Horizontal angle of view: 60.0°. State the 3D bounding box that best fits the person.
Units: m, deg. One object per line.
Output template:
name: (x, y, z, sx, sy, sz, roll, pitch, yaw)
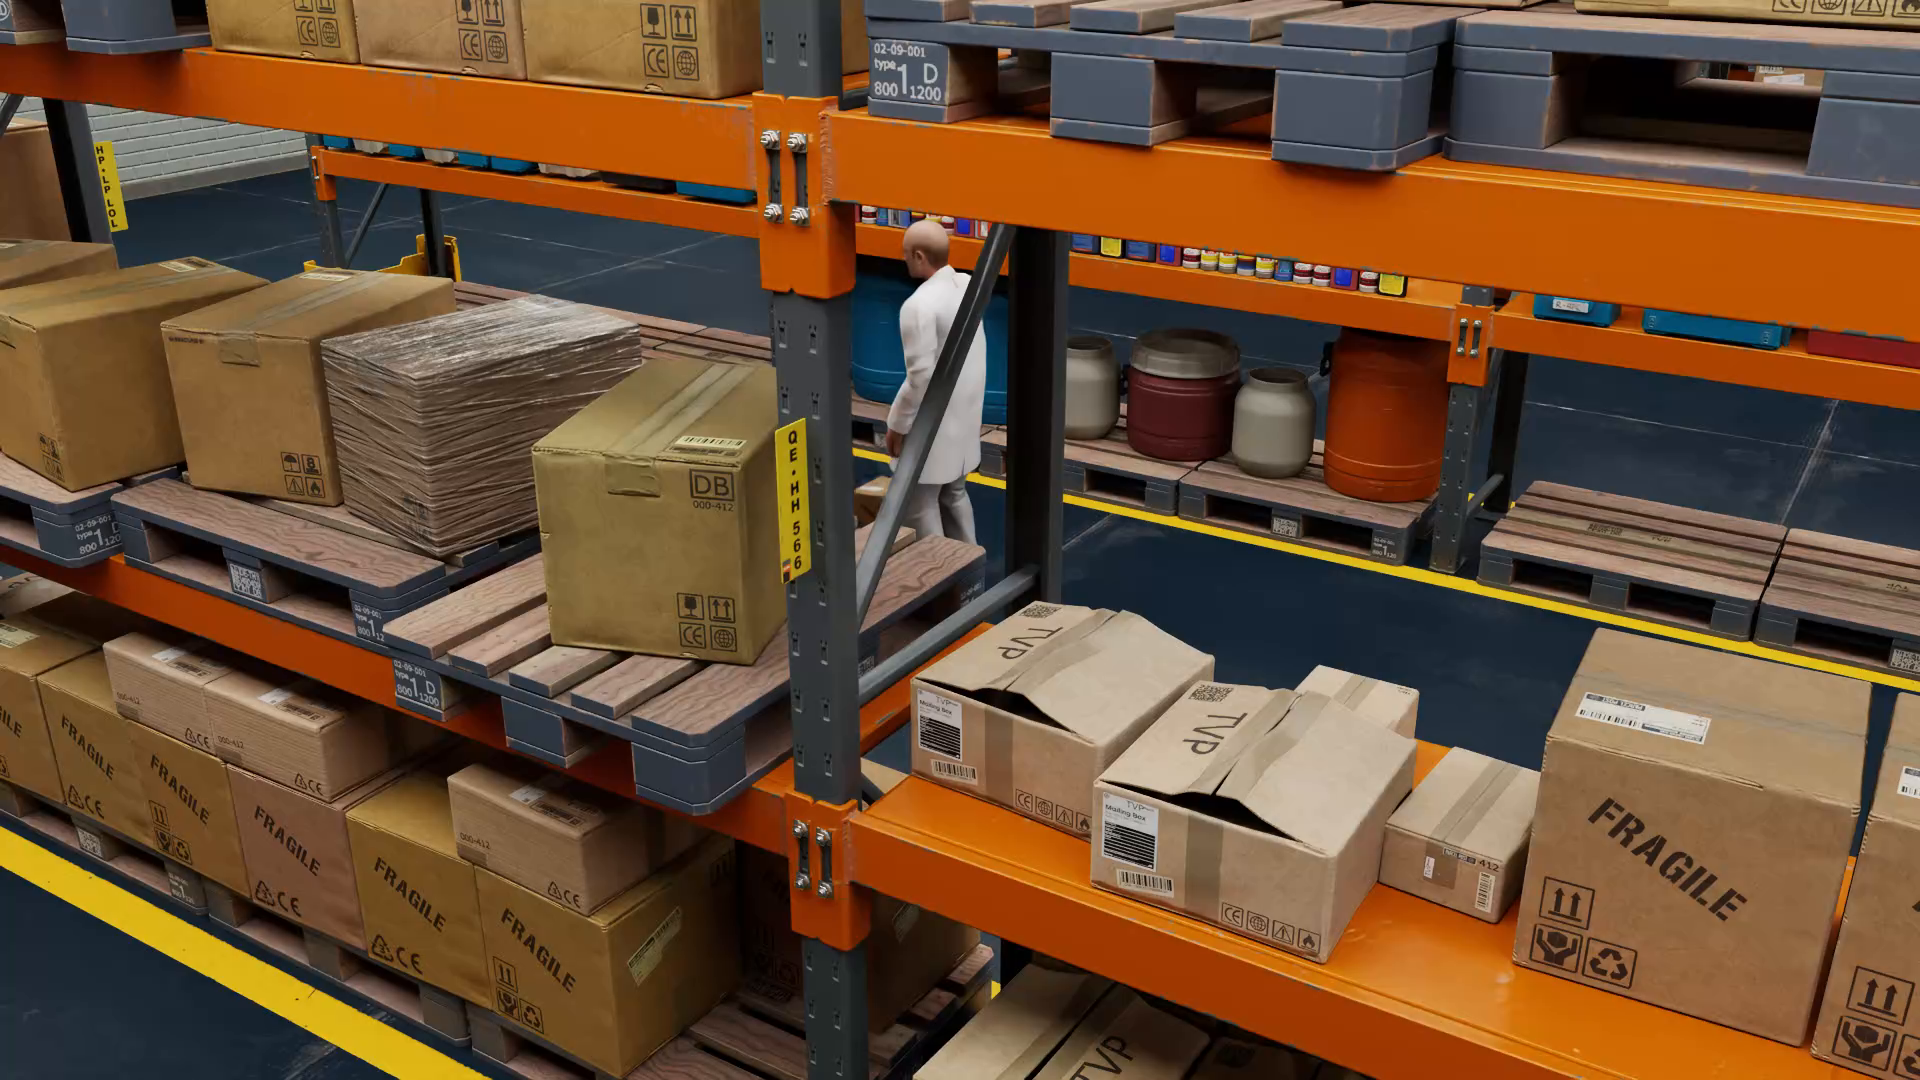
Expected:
person: (-0.110, -0.533, 7.380, 0.424, 1.776, 0.596, 13, 26, 28)
